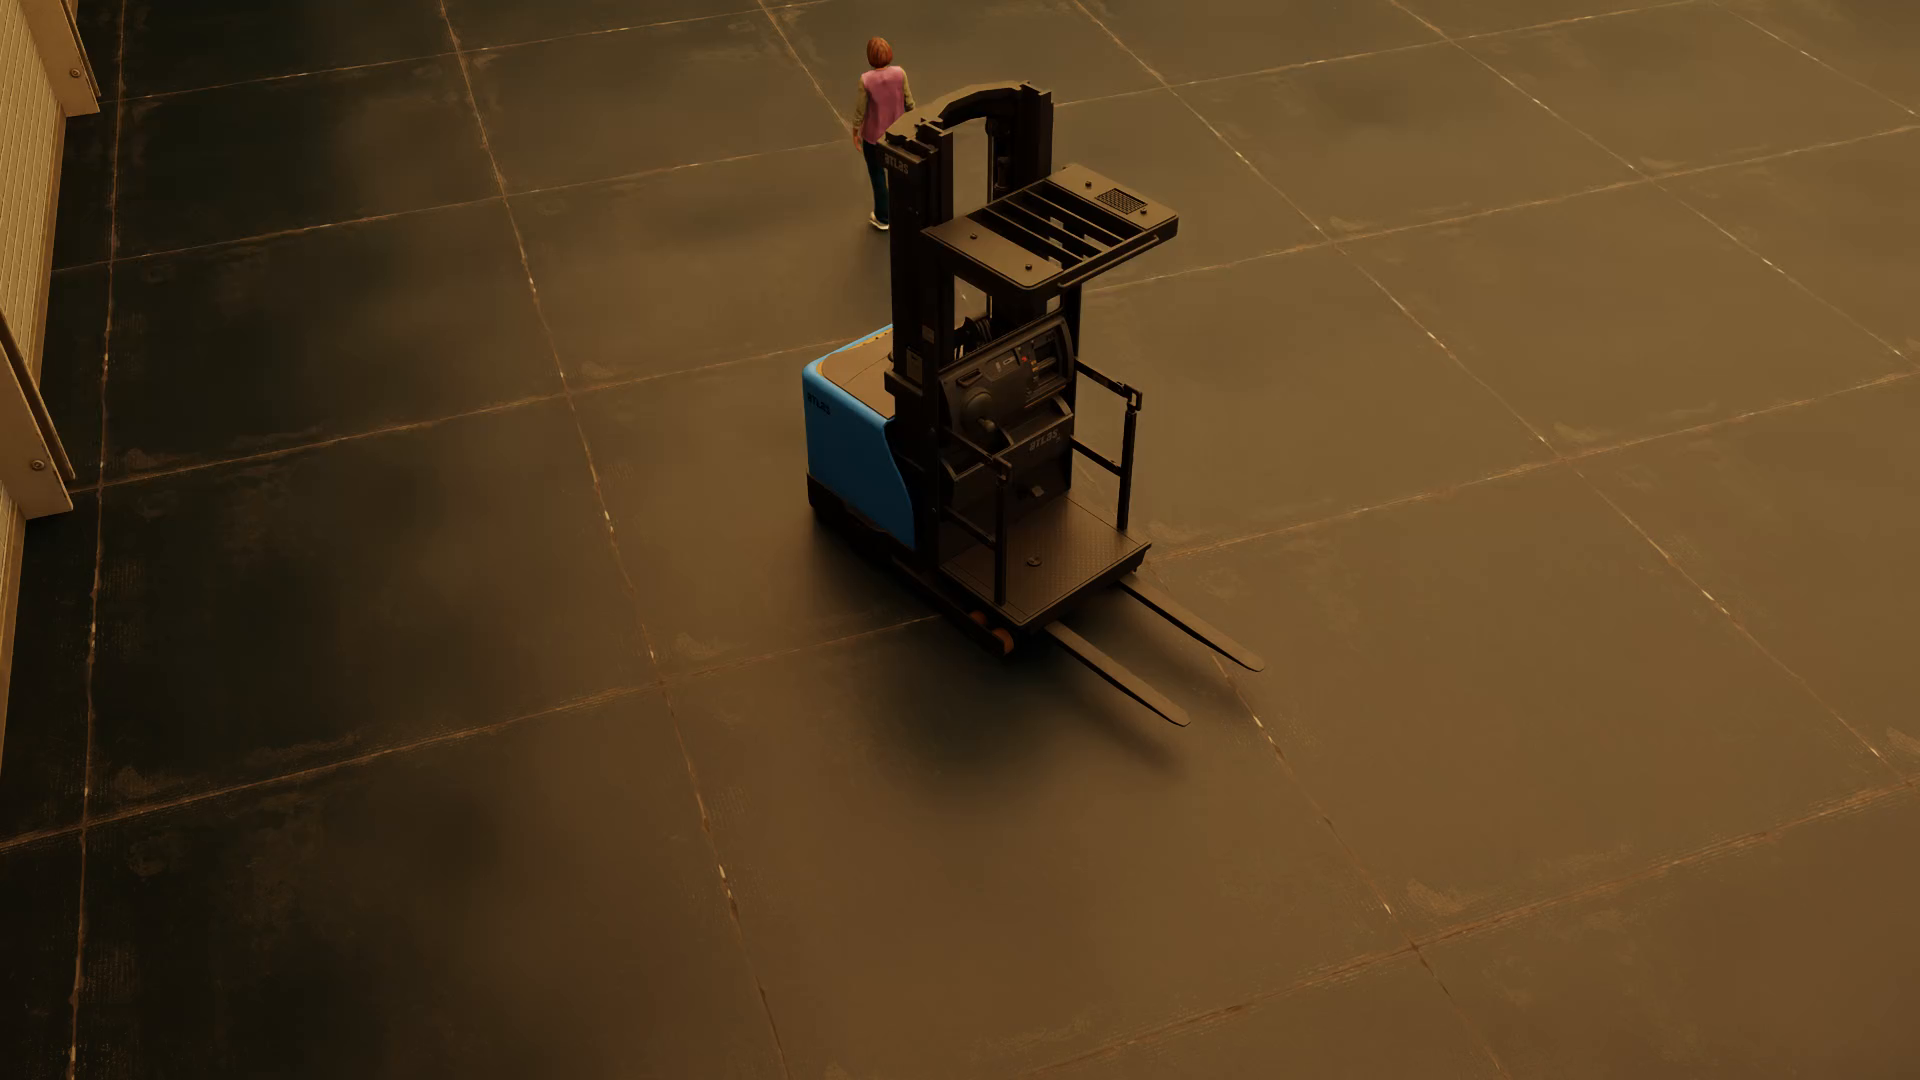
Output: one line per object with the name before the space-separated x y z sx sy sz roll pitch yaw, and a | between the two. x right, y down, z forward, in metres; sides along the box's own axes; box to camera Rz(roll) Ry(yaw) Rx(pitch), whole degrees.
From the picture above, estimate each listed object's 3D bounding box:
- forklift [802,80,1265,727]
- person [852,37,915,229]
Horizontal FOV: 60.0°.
forklift | 0.409 -0.833 8.988 1.130 2.935 3.031 -30 49 -31
person | -0.600 -3.128 12.759 0.503 1.601 0.454 -12 41 -13
